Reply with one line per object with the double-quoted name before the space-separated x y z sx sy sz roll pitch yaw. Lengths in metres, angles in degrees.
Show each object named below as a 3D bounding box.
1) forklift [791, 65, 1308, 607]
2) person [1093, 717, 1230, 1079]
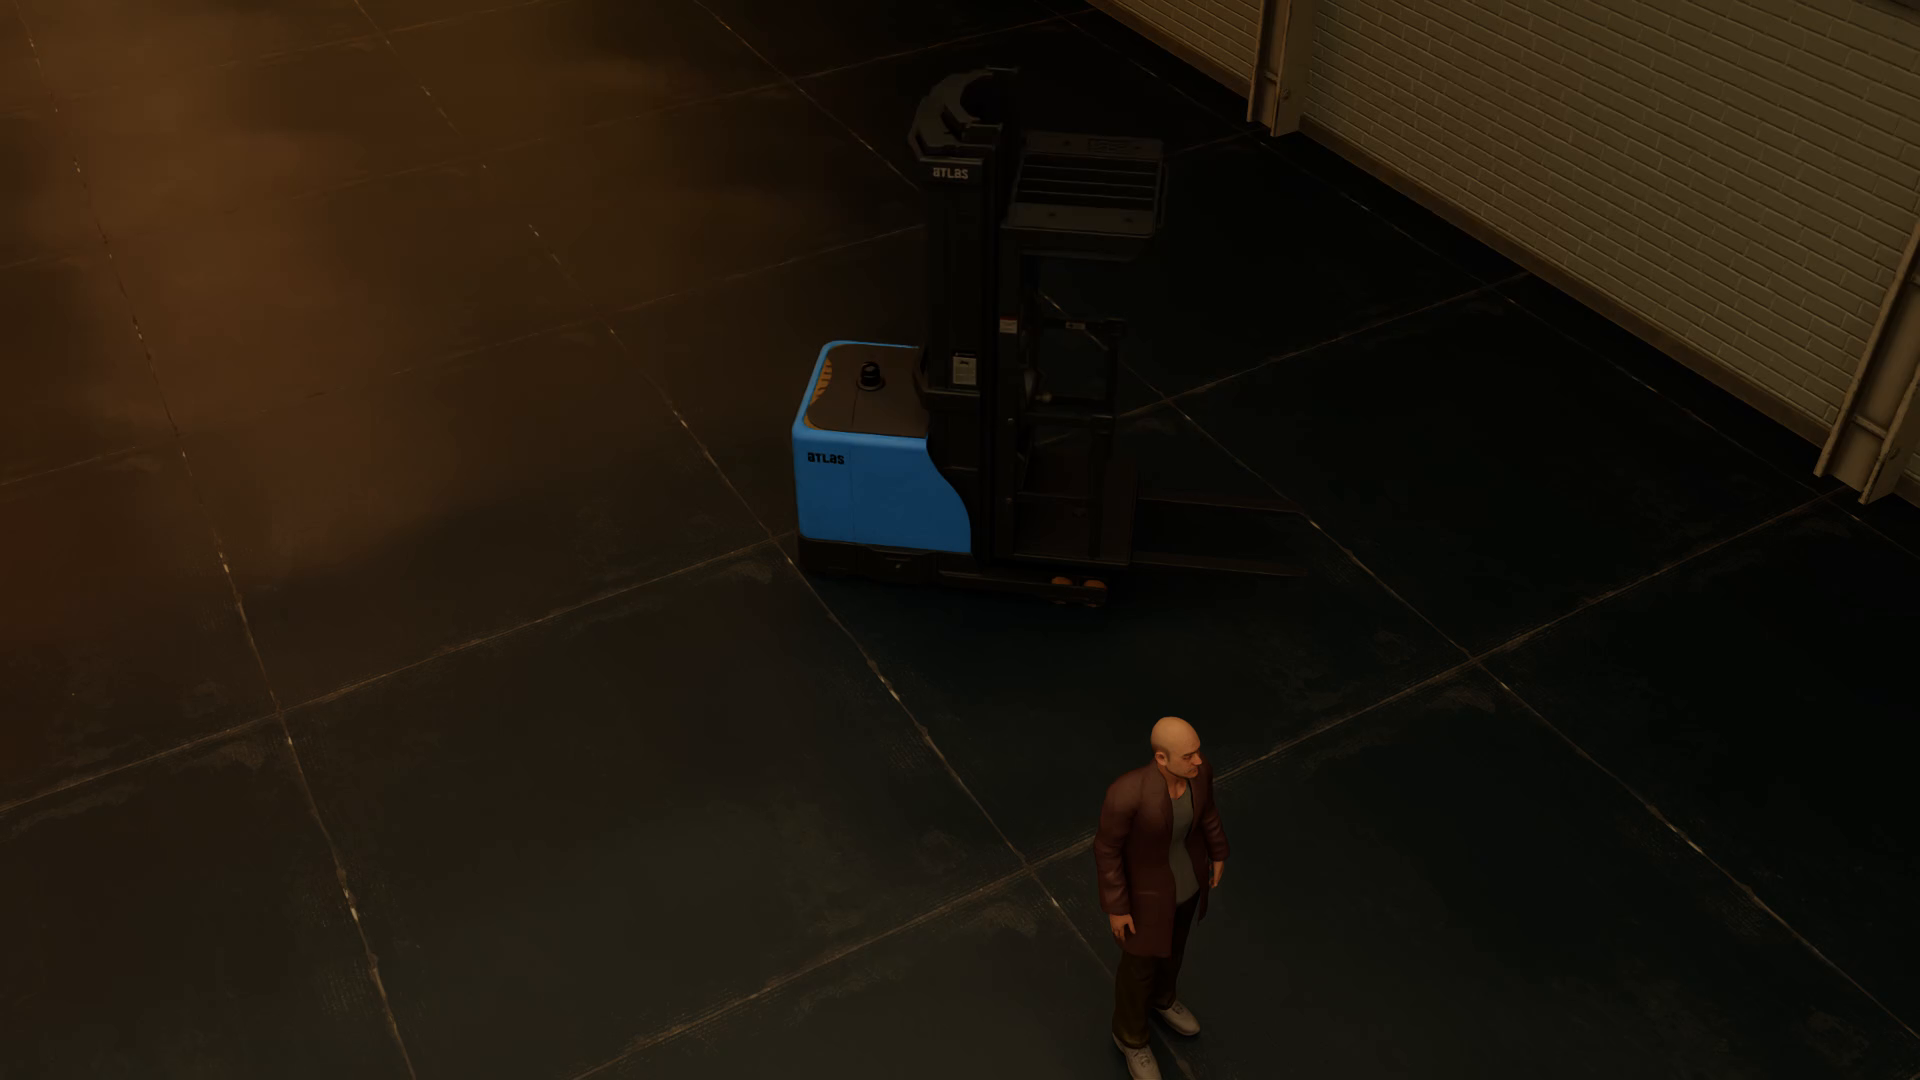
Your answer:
"forklift" 0.582 -1.093 9.353 3.031 2.935 1.130 5 40 6
"person" 0.927 1.516 7.100 0.694 1.776 0.582 -25 46 -27
